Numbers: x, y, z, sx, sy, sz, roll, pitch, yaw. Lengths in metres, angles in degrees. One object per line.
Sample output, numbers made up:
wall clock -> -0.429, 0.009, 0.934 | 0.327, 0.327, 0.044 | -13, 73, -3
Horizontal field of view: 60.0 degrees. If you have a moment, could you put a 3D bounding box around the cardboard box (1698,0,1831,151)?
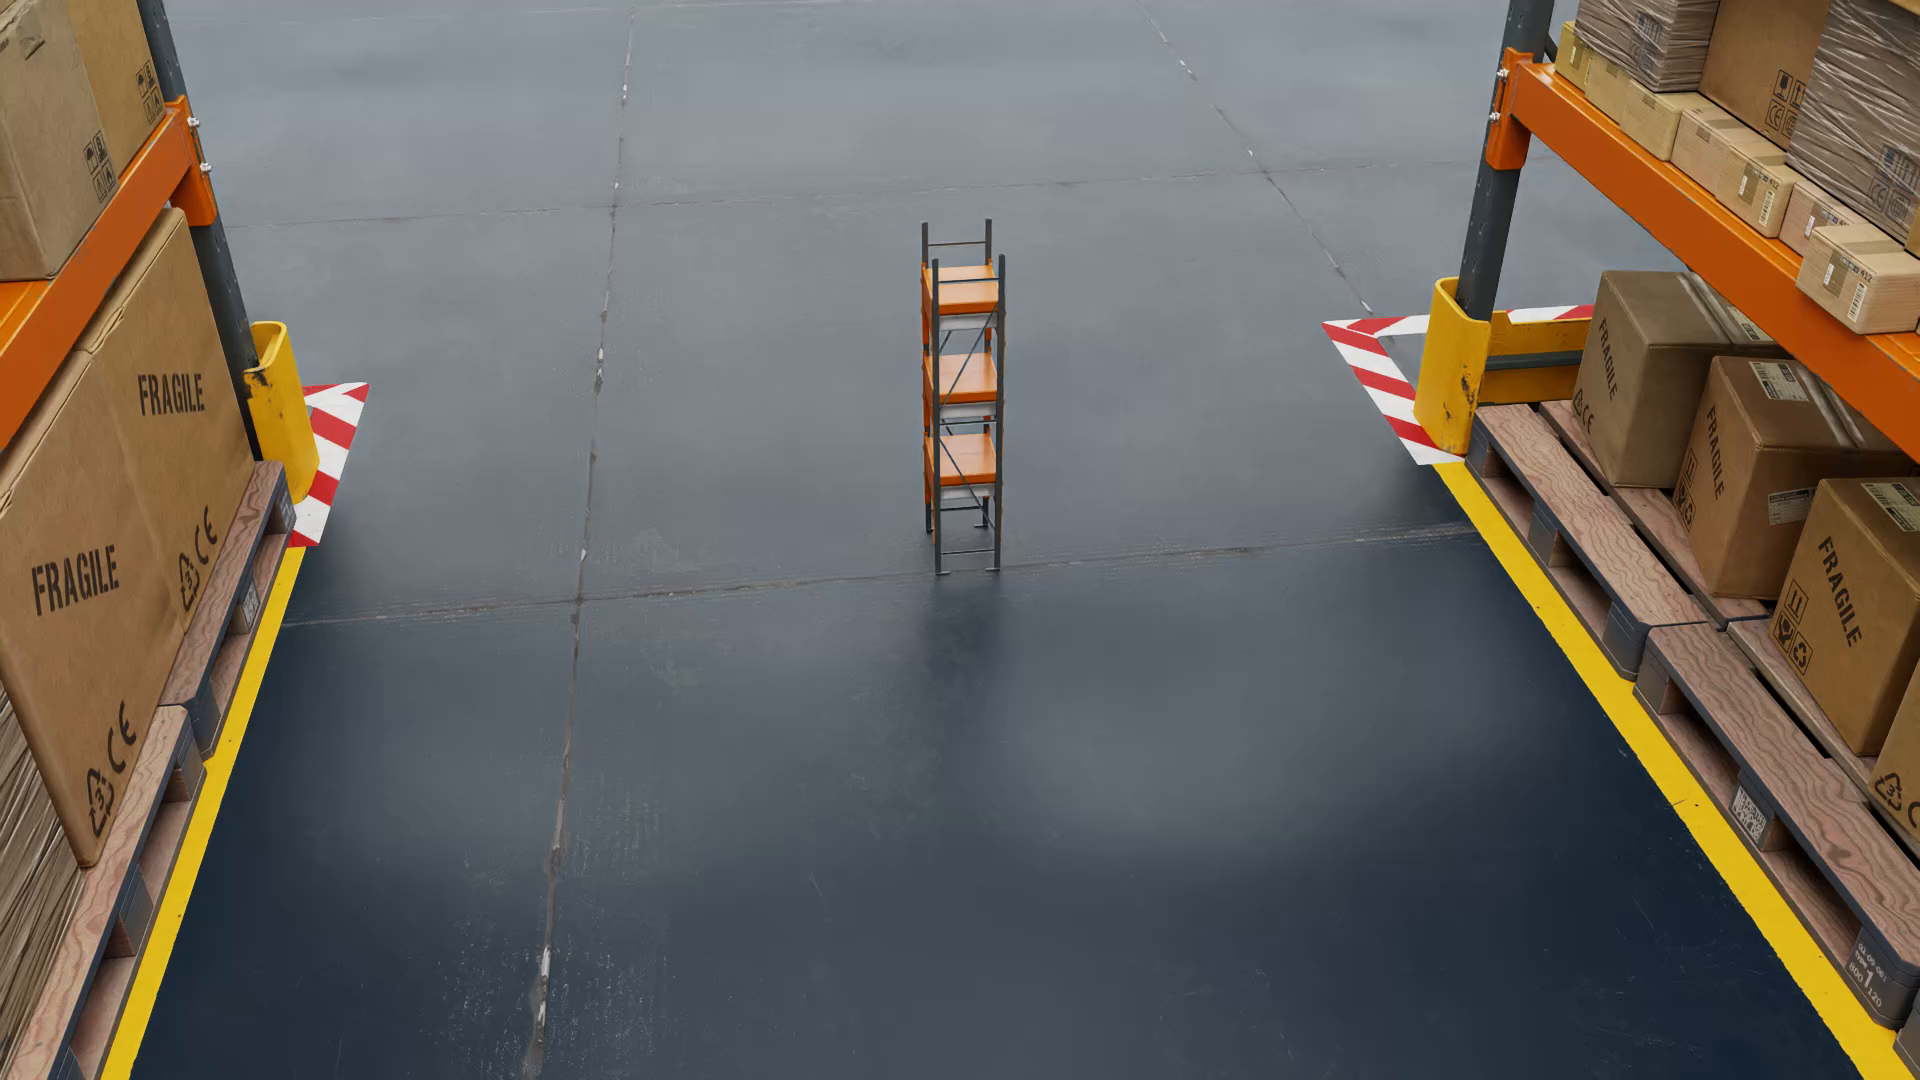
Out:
cardboard box -> 2.427, -1.293, 4.132 | 0.875, 0.500, 0.500 | -4, 35, -6

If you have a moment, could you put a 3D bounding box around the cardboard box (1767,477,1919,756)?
cardboard box -> 2.441, 0.183, 4.165 | 0.500, 0.500, 0.500 | -1, 34, -2

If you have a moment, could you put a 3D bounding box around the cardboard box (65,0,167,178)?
cardboard box -> -2.640, -1.247, 4.283 | 0.875, 0.550, 0.550 | -4, 35, -6

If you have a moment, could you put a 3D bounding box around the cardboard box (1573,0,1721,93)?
cardboard box -> 2.241, -1.563, 4.528 | 0.875, 0.500, 0.500 | -4, 35, -6

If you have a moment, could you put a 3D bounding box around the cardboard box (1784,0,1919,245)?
cardboard box -> 2.451, -1.011, 3.717 | 0.875, 0.500, 0.500 | -4, 35, -6

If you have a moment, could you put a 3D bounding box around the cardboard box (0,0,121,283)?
cardboard box -> -2.544, -0.942, 3.835 | 0.875, 0.550, 0.550 | -4, 35, -6

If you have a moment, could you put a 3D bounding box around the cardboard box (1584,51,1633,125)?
cardboard box -> 2.011, -1.286, 4.697 | 0.380, 0.149, 0.250 | -4, 35, -6

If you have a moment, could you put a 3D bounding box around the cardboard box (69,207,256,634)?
cardboard box -> -2.578, -0.311, 4.557 | 0.875, 0.875, 0.875 | -4, 34, -6

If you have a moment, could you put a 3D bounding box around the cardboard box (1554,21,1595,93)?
cardboard box -> 1.996, -1.427, 4.904 | 0.380, 0.149, 0.250 | -4, 35, -6

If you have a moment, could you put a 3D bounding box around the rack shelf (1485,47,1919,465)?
rack shelf -> 2.463, -0.295, 3.658 | 1.077, 0.370, 4.000 | -4, 35, -6

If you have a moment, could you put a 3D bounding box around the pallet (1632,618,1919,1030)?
pallet -> 2.439, 0.622, 4.150 | 1.003, 0.211, 1.213 | -4, 35, -6

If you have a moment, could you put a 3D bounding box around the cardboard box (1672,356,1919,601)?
cardboard box -> 2.376, -0.168, 4.680 | 0.500, 0.500, 0.500 | 4, 35, 6

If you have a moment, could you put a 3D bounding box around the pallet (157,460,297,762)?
pallet -> -2.550, 0.204, 4.764 | 1.003, 0.211, 1.213 | -4, 35, -6

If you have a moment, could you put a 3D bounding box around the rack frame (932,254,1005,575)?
rack frame -> 0.024, -0.336, 4.811 | 0.200, 1.050, 0.008 | -4, 35, -6

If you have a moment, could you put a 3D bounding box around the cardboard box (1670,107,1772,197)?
cardboard box -> 2.084, -1.008, 4.288 | 0.380, 0.149, 0.250 | -4, 35, -6

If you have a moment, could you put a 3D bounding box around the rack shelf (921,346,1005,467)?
rack shelf -> 0.007, -0.395, 4.916 | 0.215, 0.259, 0.240 | -4, 35, -6

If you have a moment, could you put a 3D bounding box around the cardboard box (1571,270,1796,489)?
cardboard box -> 2.261, -0.499, 5.165 | 0.500, 0.500, 0.500 | 2, 34, 2

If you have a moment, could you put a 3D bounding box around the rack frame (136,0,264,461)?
rack frame -> -2.735, -1.389, 4.624 | 1.000, 3.000, 0.127 | -4, 35, -6

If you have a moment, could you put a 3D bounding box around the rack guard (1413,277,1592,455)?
rack guard -> 2.204, -0.633, 5.735 | 1.175, 0.500, 0.348 | -4, 35, -6

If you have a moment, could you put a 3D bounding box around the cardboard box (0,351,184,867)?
cardboard box -> -2.458, 0.180, 3.836 | 0.875, 0.875, 0.875 | -5, 35, -7

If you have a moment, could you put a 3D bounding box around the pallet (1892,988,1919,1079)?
pallet -> 2.607, 1.304, 3.149 | 1.003, 0.211, 1.213 | -4, 35, -6

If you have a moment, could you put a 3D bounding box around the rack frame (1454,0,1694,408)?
rack frame -> 2.194, -1.708, 5.093 | 1.000, 3.000, 0.127 | -4, 35, -6

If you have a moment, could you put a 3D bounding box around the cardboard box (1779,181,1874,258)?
cardboard box -> 2.171, -0.730, 3.881 | 0.380, 0.149, 0.250 | -4, 35, -6

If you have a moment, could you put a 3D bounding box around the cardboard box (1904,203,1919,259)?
cardboard box -> 2.507, -0.731, 3.307 | 0.875, 0.500, 0.500 | -4, 35, -6

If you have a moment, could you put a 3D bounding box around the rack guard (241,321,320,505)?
rack guard -> -2.738, -0.369, 5.348 | 1.175, 0.500, 0.348 | -4, 35, -6

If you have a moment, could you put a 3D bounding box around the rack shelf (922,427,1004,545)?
rack shelf -> 0.007, -0.166, 5.073 | 0.215, 0.259, 0.240 | -4, 35, -6

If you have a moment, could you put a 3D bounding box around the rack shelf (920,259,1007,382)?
rack shelf -> 0.007, -0.630, 4.757 | 0.215, 0.259, 0.240 | -4, 35, -6

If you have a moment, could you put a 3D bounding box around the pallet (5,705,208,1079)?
pallet -> -2.389, 0.883, 3.767 | 1.003, 0.211, 1.213 | -4, 35, -6

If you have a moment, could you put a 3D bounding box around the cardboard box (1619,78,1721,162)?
cardboard box -> 2.029, -1.146, 4.491 | 0.380, 0.149, 0.250 | -4, 35, -6

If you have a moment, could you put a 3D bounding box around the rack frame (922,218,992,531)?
rack frame -> -0.009, -0.472, 5.010 | 0.200, 1.050, 0.008 | -4, 35, -6

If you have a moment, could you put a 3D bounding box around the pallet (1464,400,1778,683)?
pallet -> 2.278, -0.057, 5.147 | 1.003, 0.211, 1.213 | -4, 35, -6

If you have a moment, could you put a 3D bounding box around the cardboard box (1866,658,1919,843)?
cardboard box -> 2.472, 0.498, 3.703 | 0.500, 0.500, 0.500 | -7, 35, -11

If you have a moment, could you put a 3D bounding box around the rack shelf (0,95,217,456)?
rack shelf -> -2.466, 0.024, 3.189 | 1.077, 0.370, 4.000 | -4, 35, -6

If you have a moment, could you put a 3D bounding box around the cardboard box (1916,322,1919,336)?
cardboard box -> 2.267, -0.453, 3.475 | 0.380, 0.149, 0.250 | -4, 35, -6

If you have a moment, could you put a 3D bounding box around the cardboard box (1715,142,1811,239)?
cardboard box -> 2.110, -0.868, 4.083 | 0.380, 0.149, 0.250 | -4, 35, -6

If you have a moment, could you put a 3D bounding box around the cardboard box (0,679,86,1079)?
cardboard box -> -2.337, 0.689, 3.090 | 0.875, 0.875, 0.875 | -4, 34, -6

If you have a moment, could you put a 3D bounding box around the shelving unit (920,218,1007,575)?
shelving unit -> 0.007, -0.404, 4.911 | 0.215, 1.050, 0.252 | -4, 35, -6

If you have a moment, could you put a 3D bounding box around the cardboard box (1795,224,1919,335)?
cardboard box -> 2.102, -0.583, 3.665 | 0.380, 0.149, 0.250 | -4, 35, -6
